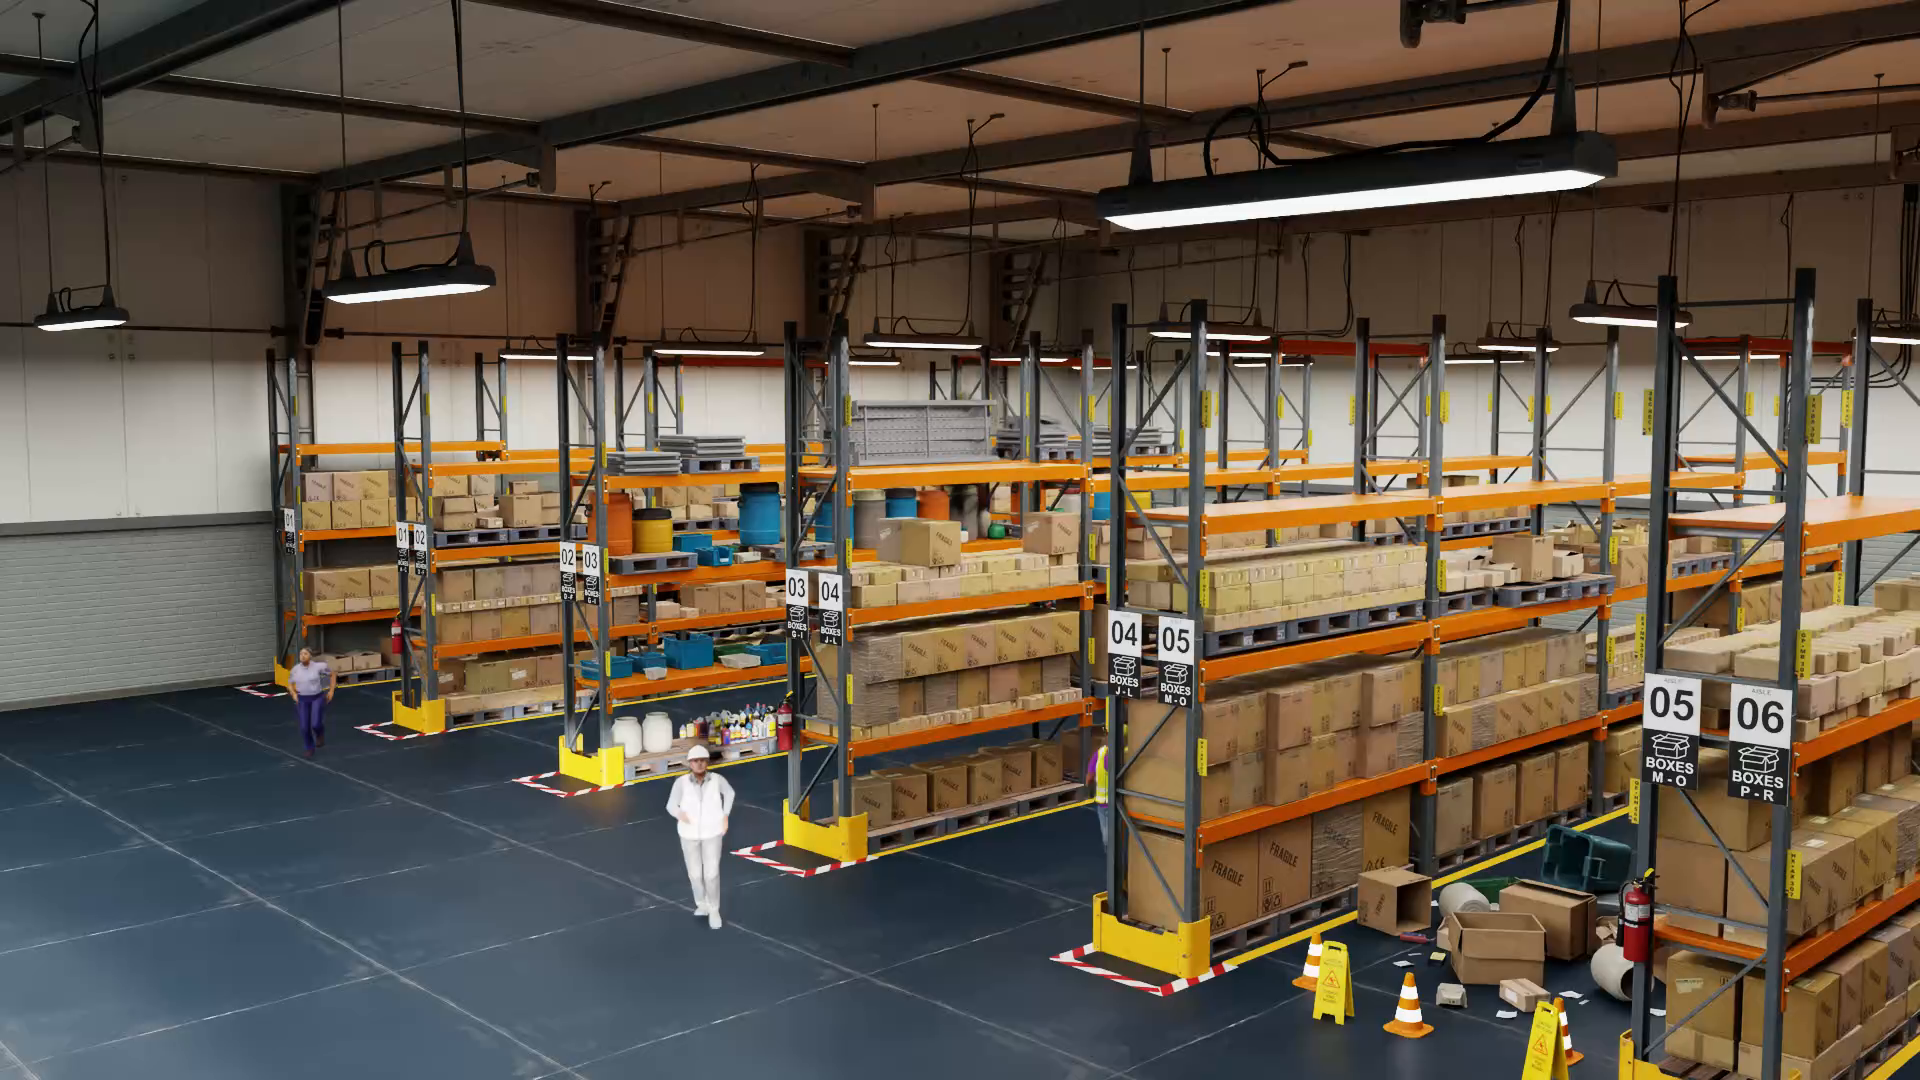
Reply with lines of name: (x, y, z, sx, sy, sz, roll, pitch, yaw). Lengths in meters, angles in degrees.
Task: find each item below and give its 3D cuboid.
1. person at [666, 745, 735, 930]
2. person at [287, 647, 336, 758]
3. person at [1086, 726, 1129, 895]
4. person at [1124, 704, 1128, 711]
person: (-2.533, 2.897, 16.214, 0.641, 1.811, 0.735, 0, 5, -4)
person: (-9.267, 2.323, 23.730, 0.633, 1.607, 0.612, -1, 5, -6)
person: (1.609, 2.793, 17.344, 0.731, 1.816, 0.684, -5, 7, -44)
person: (2.520, 1.772, 25.752, 0.668, 1.768, 0.551, 4, 7, 41)
